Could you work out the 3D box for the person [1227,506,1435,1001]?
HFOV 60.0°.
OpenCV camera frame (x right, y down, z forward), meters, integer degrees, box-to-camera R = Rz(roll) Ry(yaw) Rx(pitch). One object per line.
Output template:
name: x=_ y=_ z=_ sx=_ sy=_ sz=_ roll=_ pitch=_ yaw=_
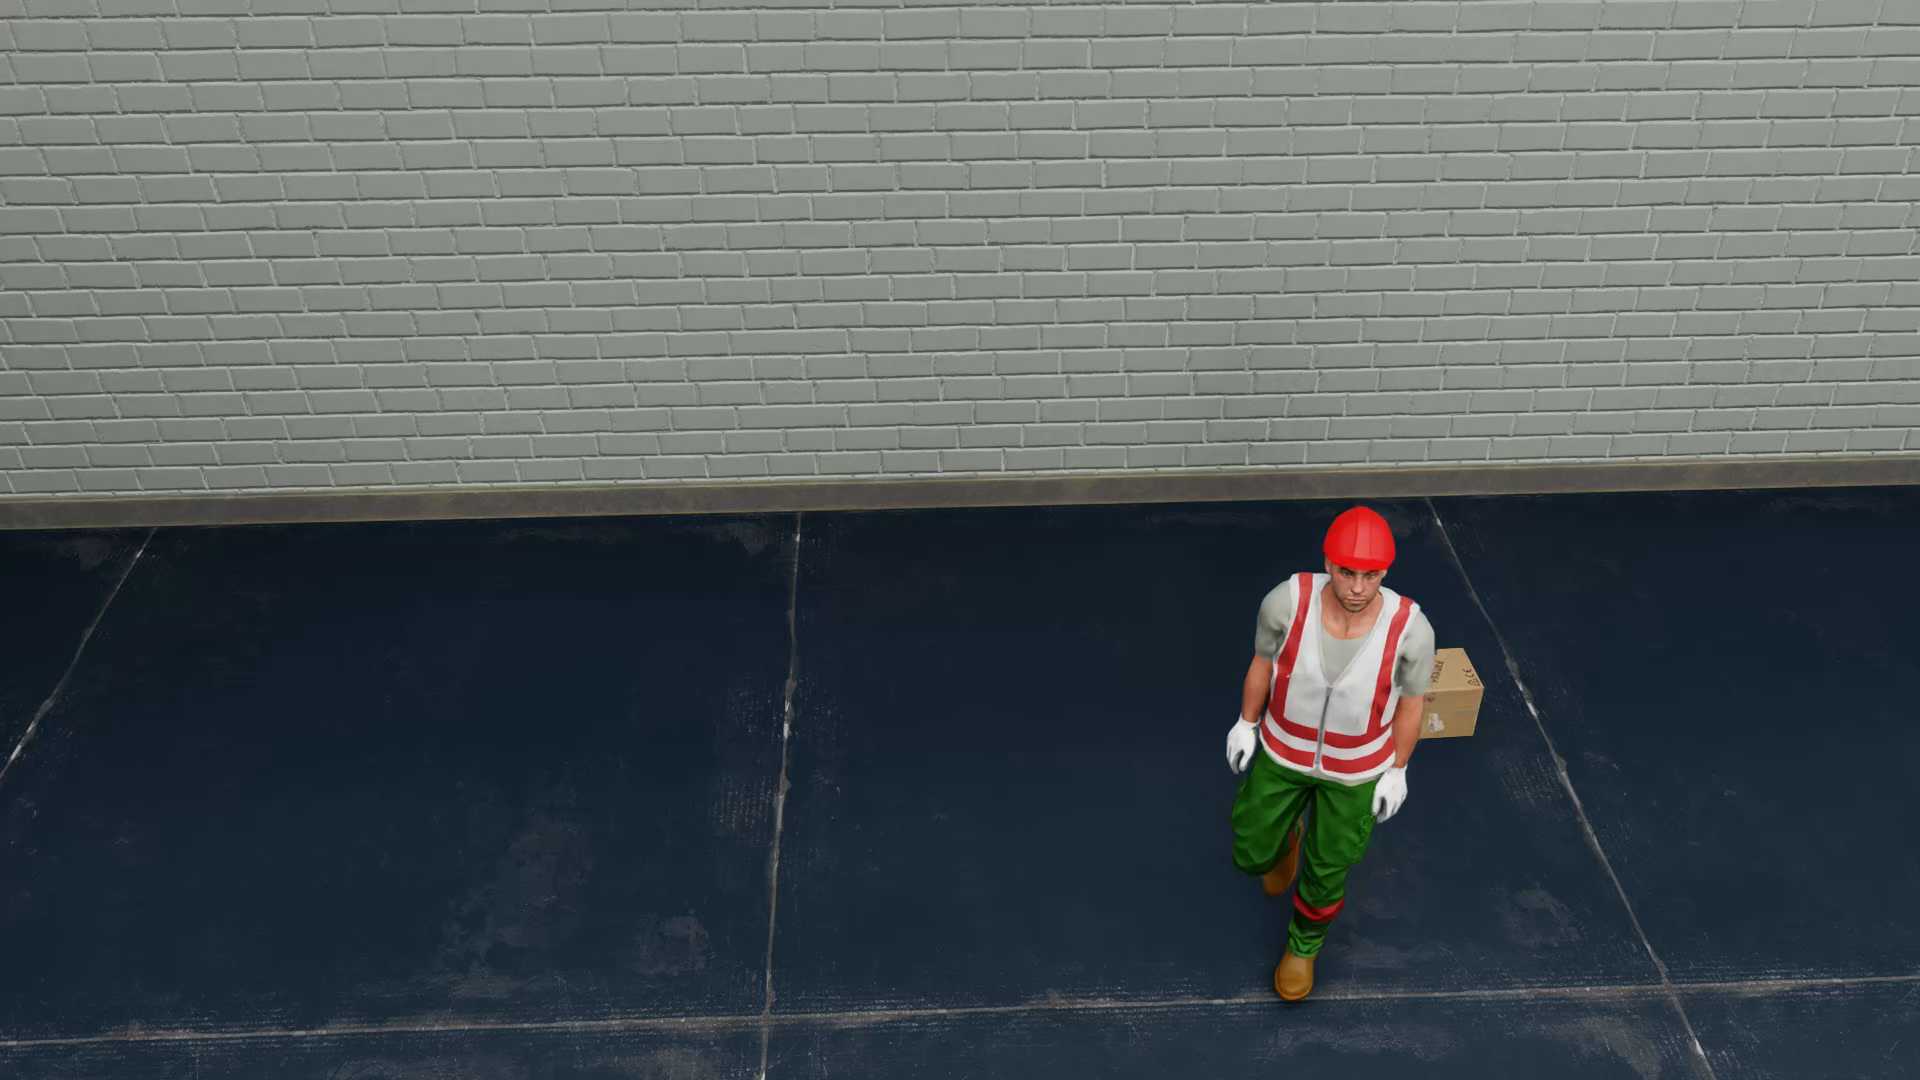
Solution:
person: x=1.120 y=0.633 z=5.174 sx=0.574 sy=1.782 sz=0.585 roll=12 pitch=37 yaw=17
